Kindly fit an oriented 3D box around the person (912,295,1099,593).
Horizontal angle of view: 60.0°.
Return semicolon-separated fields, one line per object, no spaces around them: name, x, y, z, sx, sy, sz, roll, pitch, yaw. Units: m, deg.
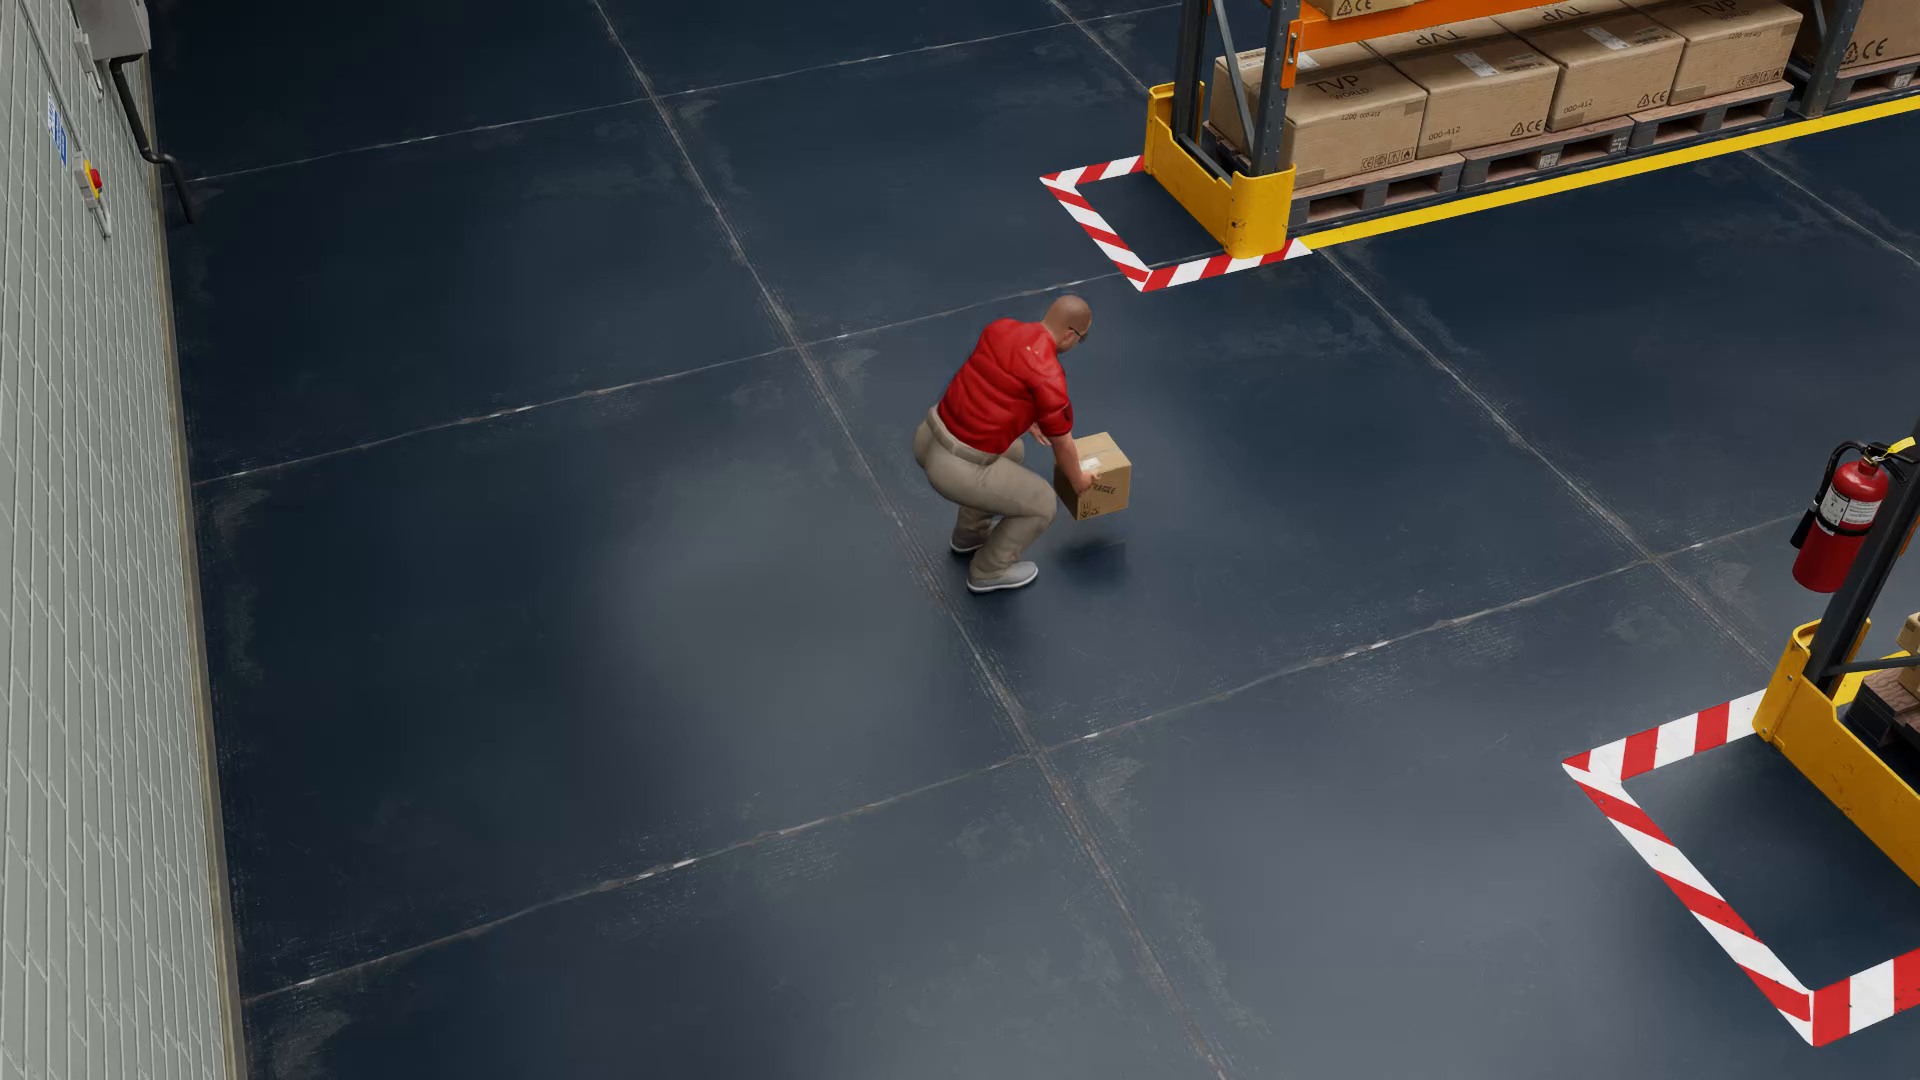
person;0.177;-0.417;6.999;0.778;1.263;0.587;-15;44;-17
